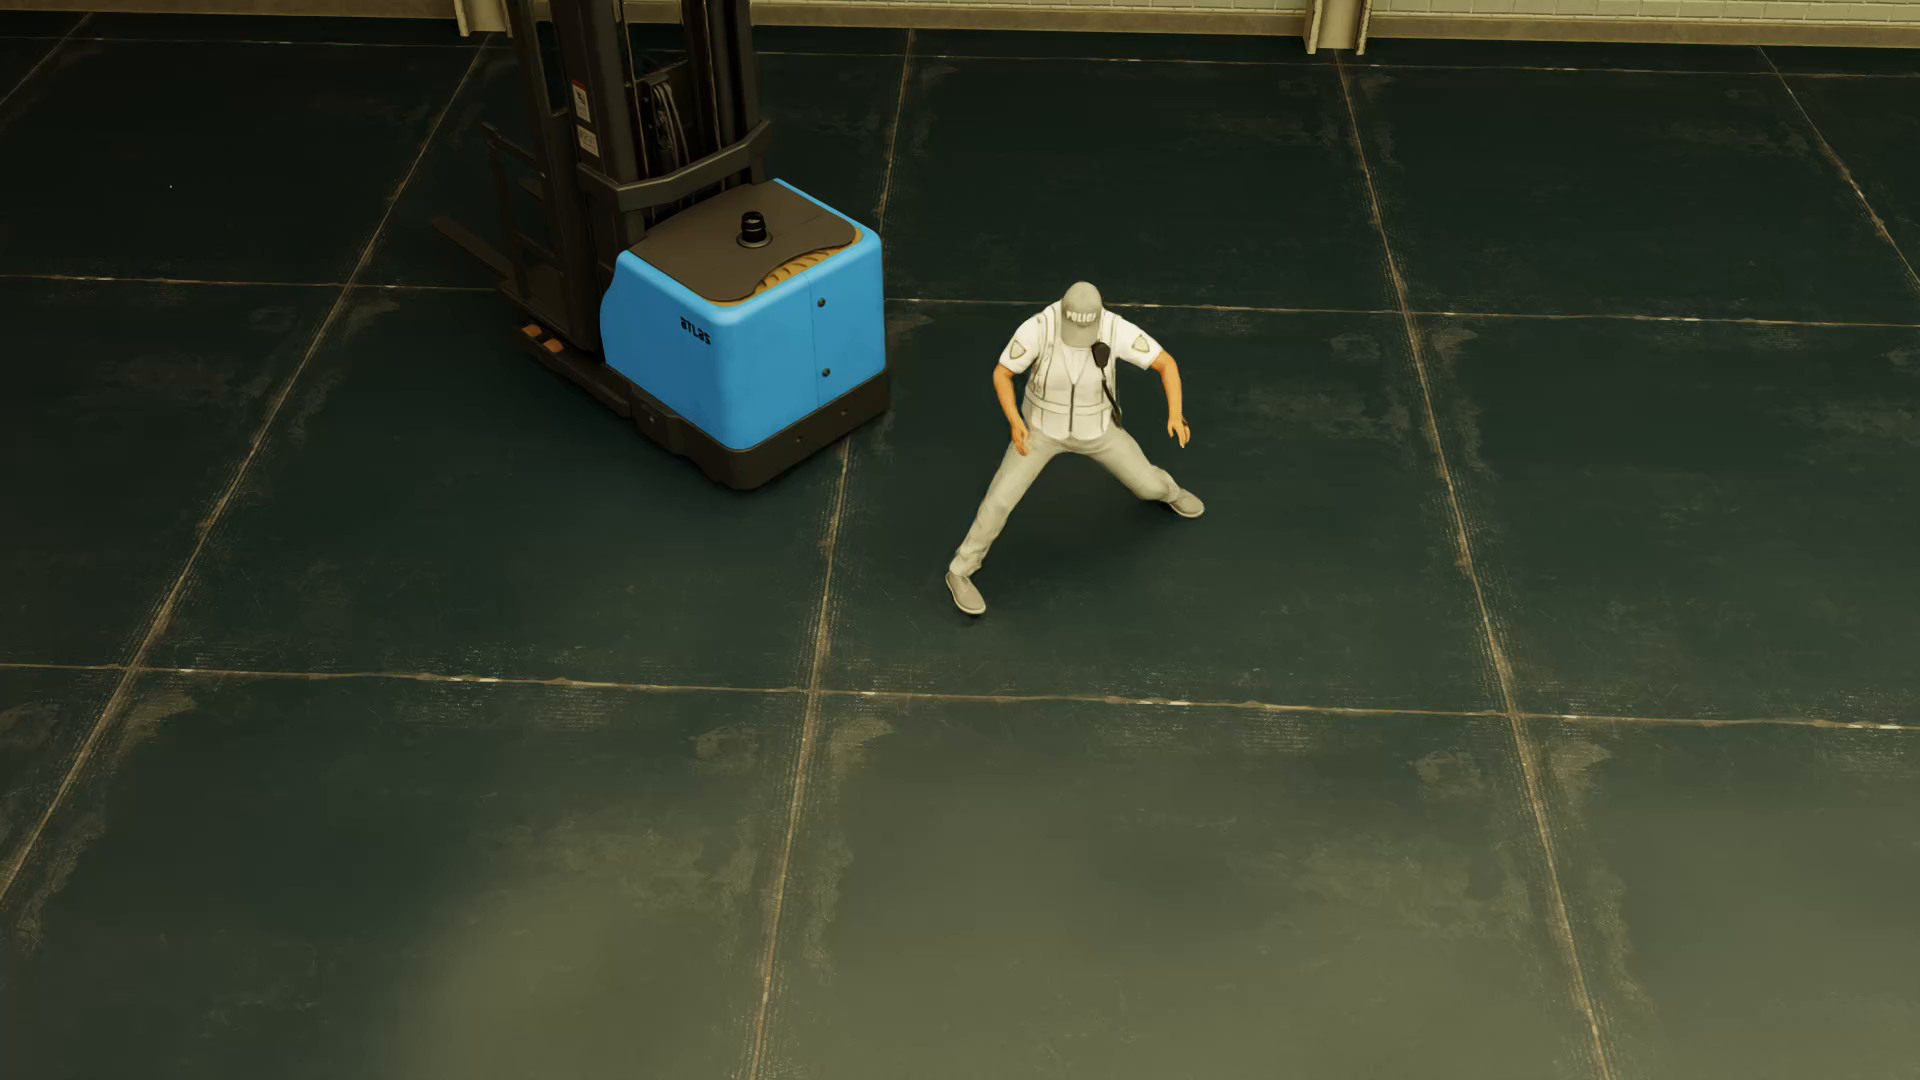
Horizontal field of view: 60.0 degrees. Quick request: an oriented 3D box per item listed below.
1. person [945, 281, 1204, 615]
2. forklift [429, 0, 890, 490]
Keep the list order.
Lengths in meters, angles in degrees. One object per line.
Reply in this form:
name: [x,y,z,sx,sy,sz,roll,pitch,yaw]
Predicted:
person: [0.555,-0.469,7.347,1.236,1.478,0.881,1,42,1]
forklift: [-1.760,-2.212,8.166,3.031,2.935,1.130,34,52,31]
